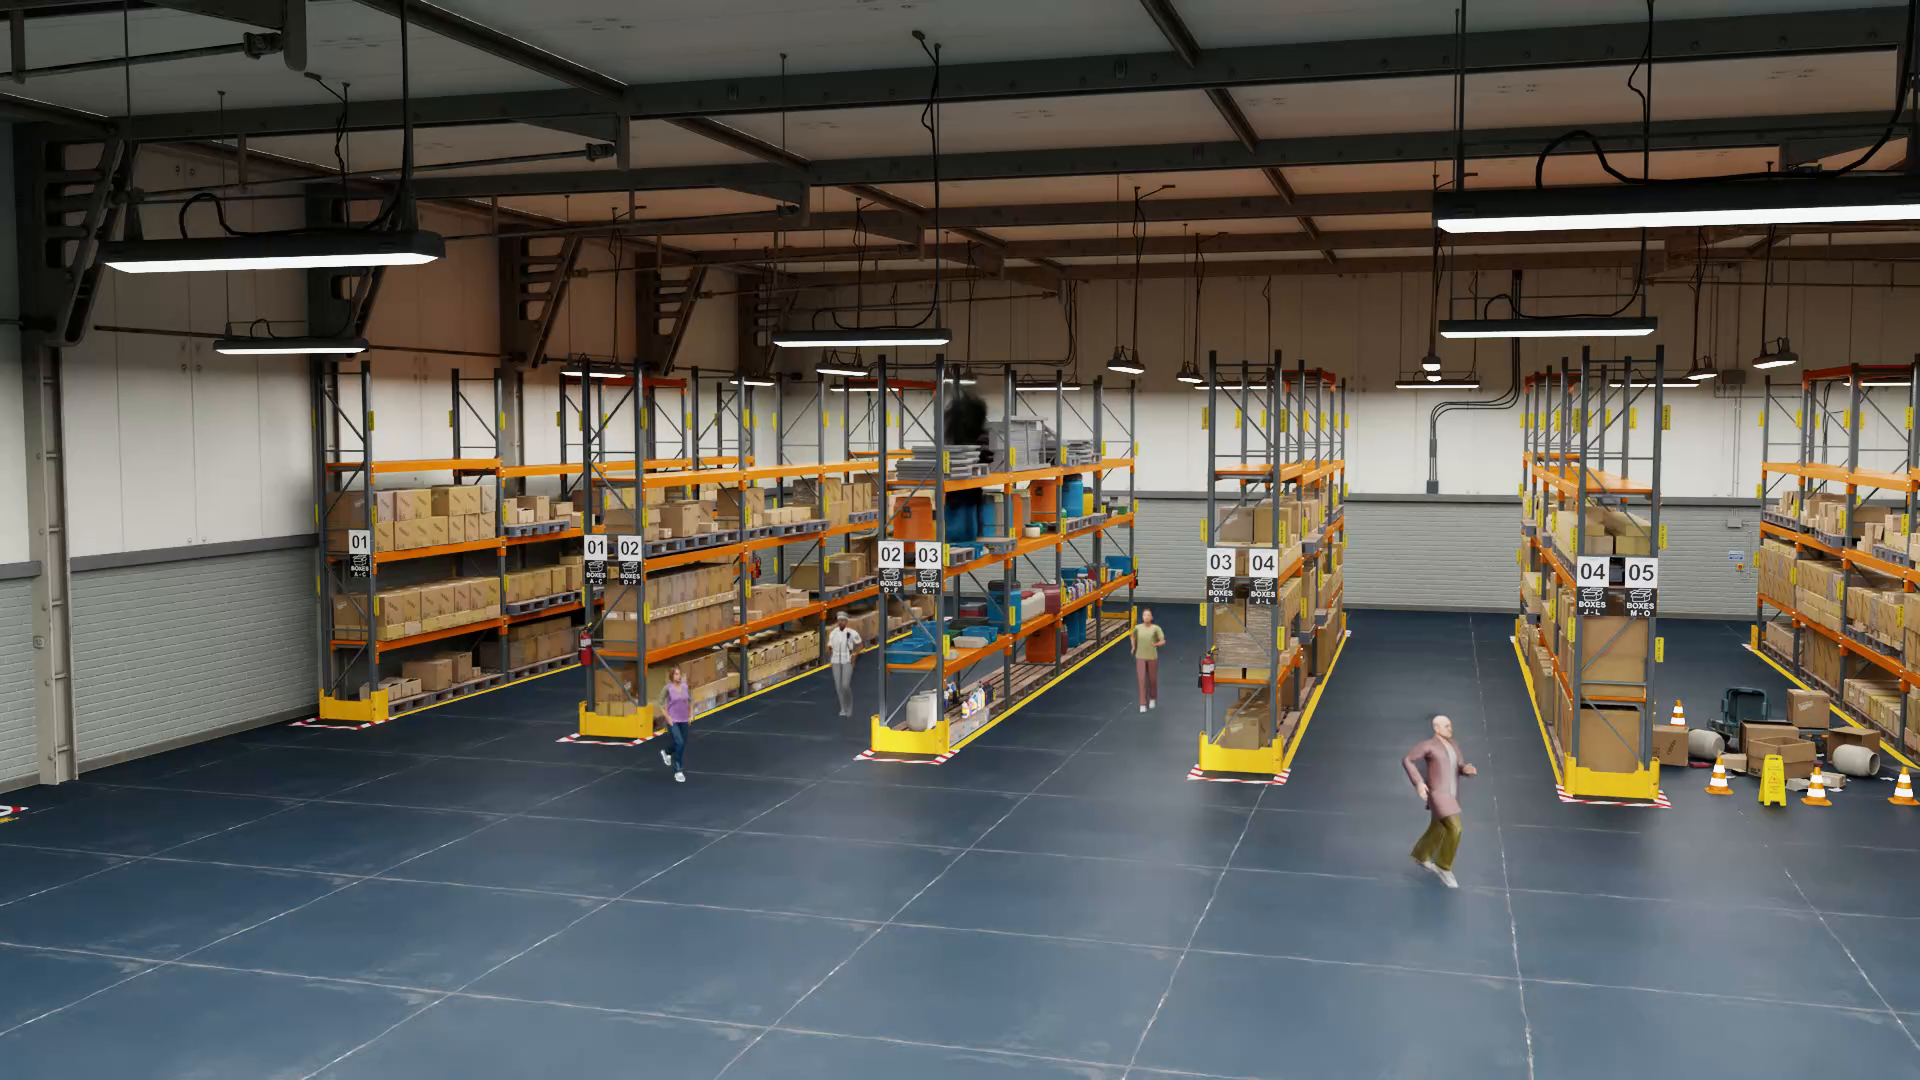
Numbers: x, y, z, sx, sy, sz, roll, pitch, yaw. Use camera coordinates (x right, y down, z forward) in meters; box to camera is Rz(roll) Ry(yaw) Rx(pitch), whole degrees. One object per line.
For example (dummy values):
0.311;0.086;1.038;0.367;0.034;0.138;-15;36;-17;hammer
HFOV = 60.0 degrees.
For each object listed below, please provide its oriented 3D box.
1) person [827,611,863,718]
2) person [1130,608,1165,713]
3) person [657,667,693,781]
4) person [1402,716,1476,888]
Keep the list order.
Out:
-1.876;1.998;26.503;0.563;1.723;0.572;1;4;14;person
3.041;1.946;27.062;0.586;1.670;0.848;1;4;12;person
-4.044;2.504;23.382;0.523;1.500;0.623;-3;5;-38;person
5.230;2.828;18.081;0.668;1.841;0.825;-4;6;-44;person
